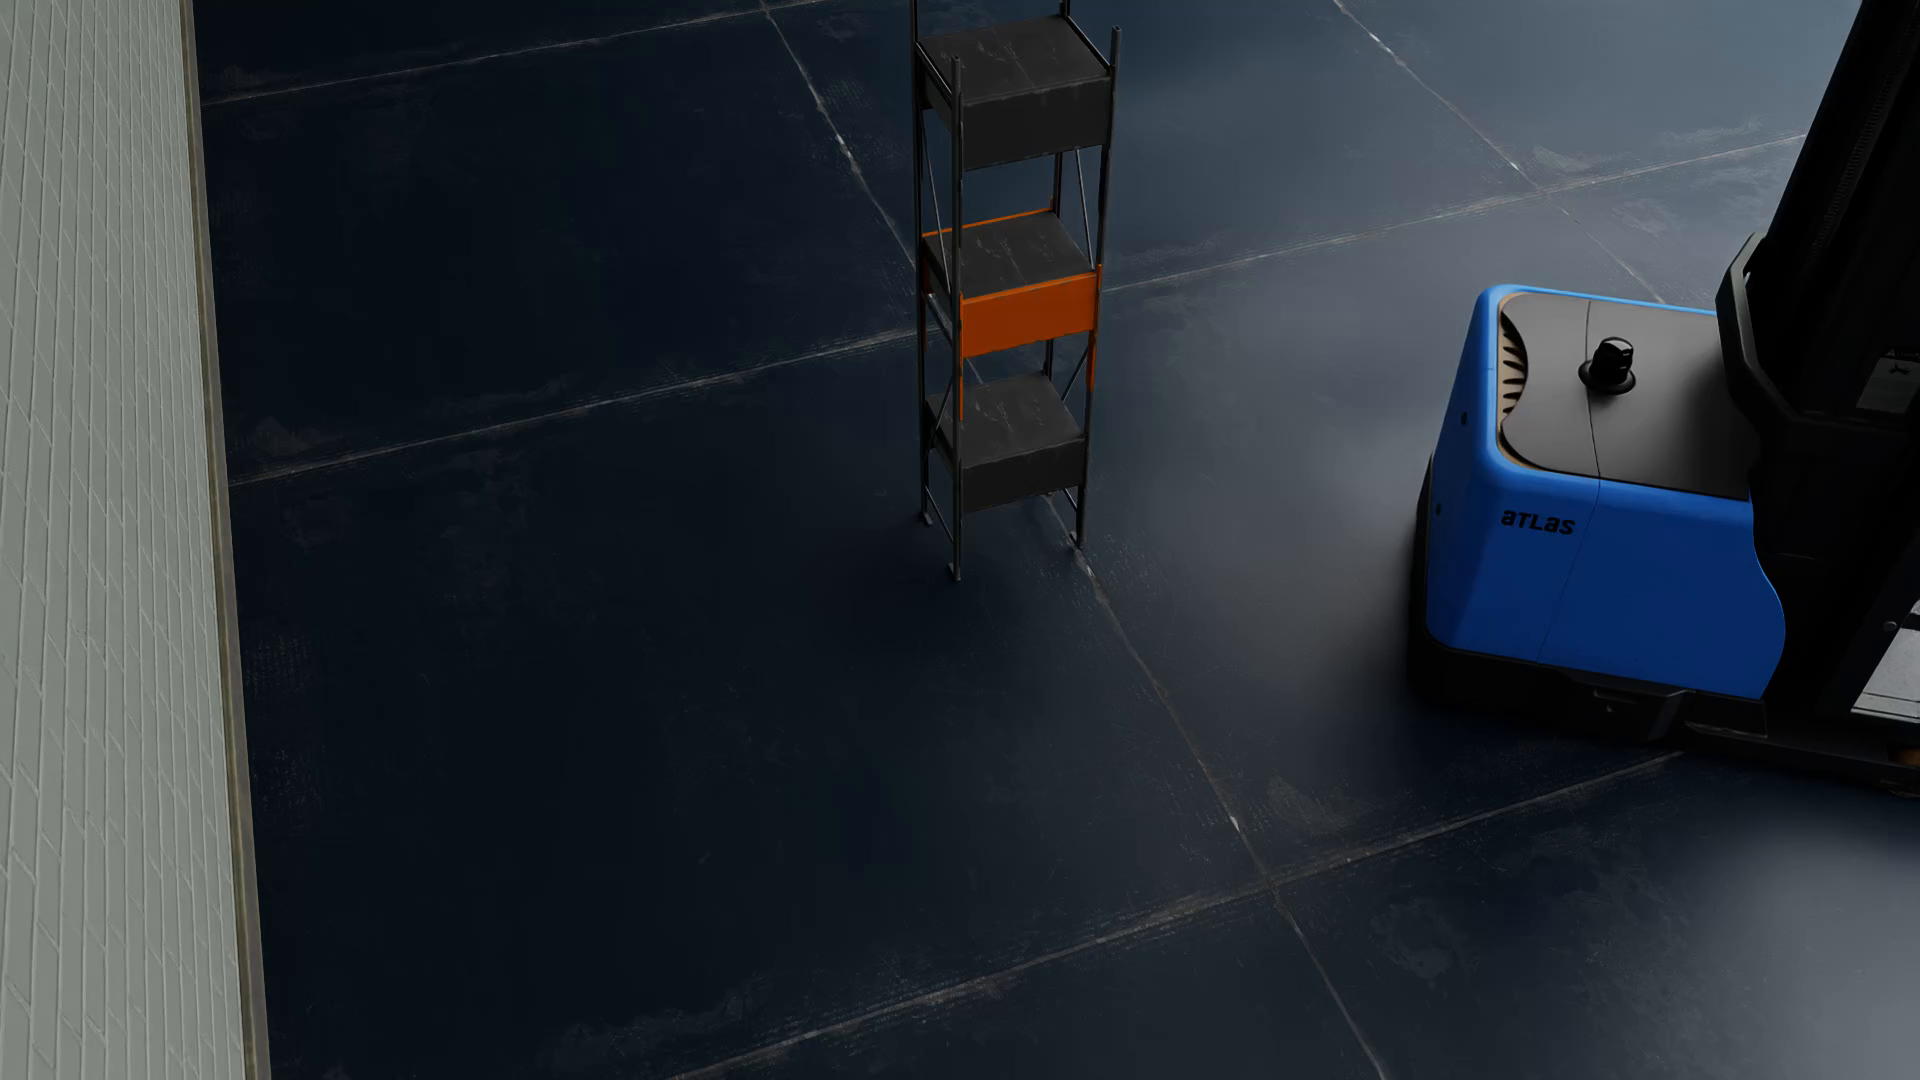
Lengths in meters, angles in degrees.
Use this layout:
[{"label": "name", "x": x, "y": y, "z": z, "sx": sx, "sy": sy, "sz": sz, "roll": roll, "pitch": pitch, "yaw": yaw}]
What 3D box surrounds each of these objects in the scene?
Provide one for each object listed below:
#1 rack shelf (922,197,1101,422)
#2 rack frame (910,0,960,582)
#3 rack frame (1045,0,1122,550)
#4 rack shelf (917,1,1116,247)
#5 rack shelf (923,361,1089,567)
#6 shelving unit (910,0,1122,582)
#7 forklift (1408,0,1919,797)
[{"label": "rack shelf", "x": 0.156, "y": -0.771, "z": 5.556, "sx": 0.480, "sy": 0.518, "sz": 0.431, "roll": -14, "pitch": 47, "yaw": -14}, {"label": "rack frame", "x": -0.074, "y": -0.722, "z": 5.487, "sx": 0.015, "sy": 2.100, "sz": 0.400, "roll": -14, "pitch": 47, "yaw": -14}, {"label": "rack frame", "x": 0.385, "y": -0.840, "z": 5.604, "sx": 0.015, "sy": 2.100, "sz": 0.400, "roll": -14, "pitch": 47, "yaw": -14}, {"label": "rack shelf", "x": 0.156, "y": -1.266, "z": 5.060, "sx": 0.480, "sy": 0.518, "sz": 0.431, "roll": -14, "pitch": 47, "yaw": -14}, {"label": "rack shelf", "x": 0.156, "y": -0.277, "z": 6.051, "sx": 0.480, "sy": 0.518, "sz": 0.431, "roll": -14, "pitch": 47, "yaw": -14}, {"label": "shelving unit", "x": 0.156, "y": -0.781, "z": 5.546, "sx": 0.503, "sy": 2.100, "sz": 0.431, "roll": -14, "pitch": 47, "yaw": -14}, {"label": "forklift", "x": 3.107, "y": -0.584, "z": 4.762, "sx": 3.031, "sy": 2.935, "sz": 1.130, "roll": 9, "pitch": 46, "yaw": 9}]
